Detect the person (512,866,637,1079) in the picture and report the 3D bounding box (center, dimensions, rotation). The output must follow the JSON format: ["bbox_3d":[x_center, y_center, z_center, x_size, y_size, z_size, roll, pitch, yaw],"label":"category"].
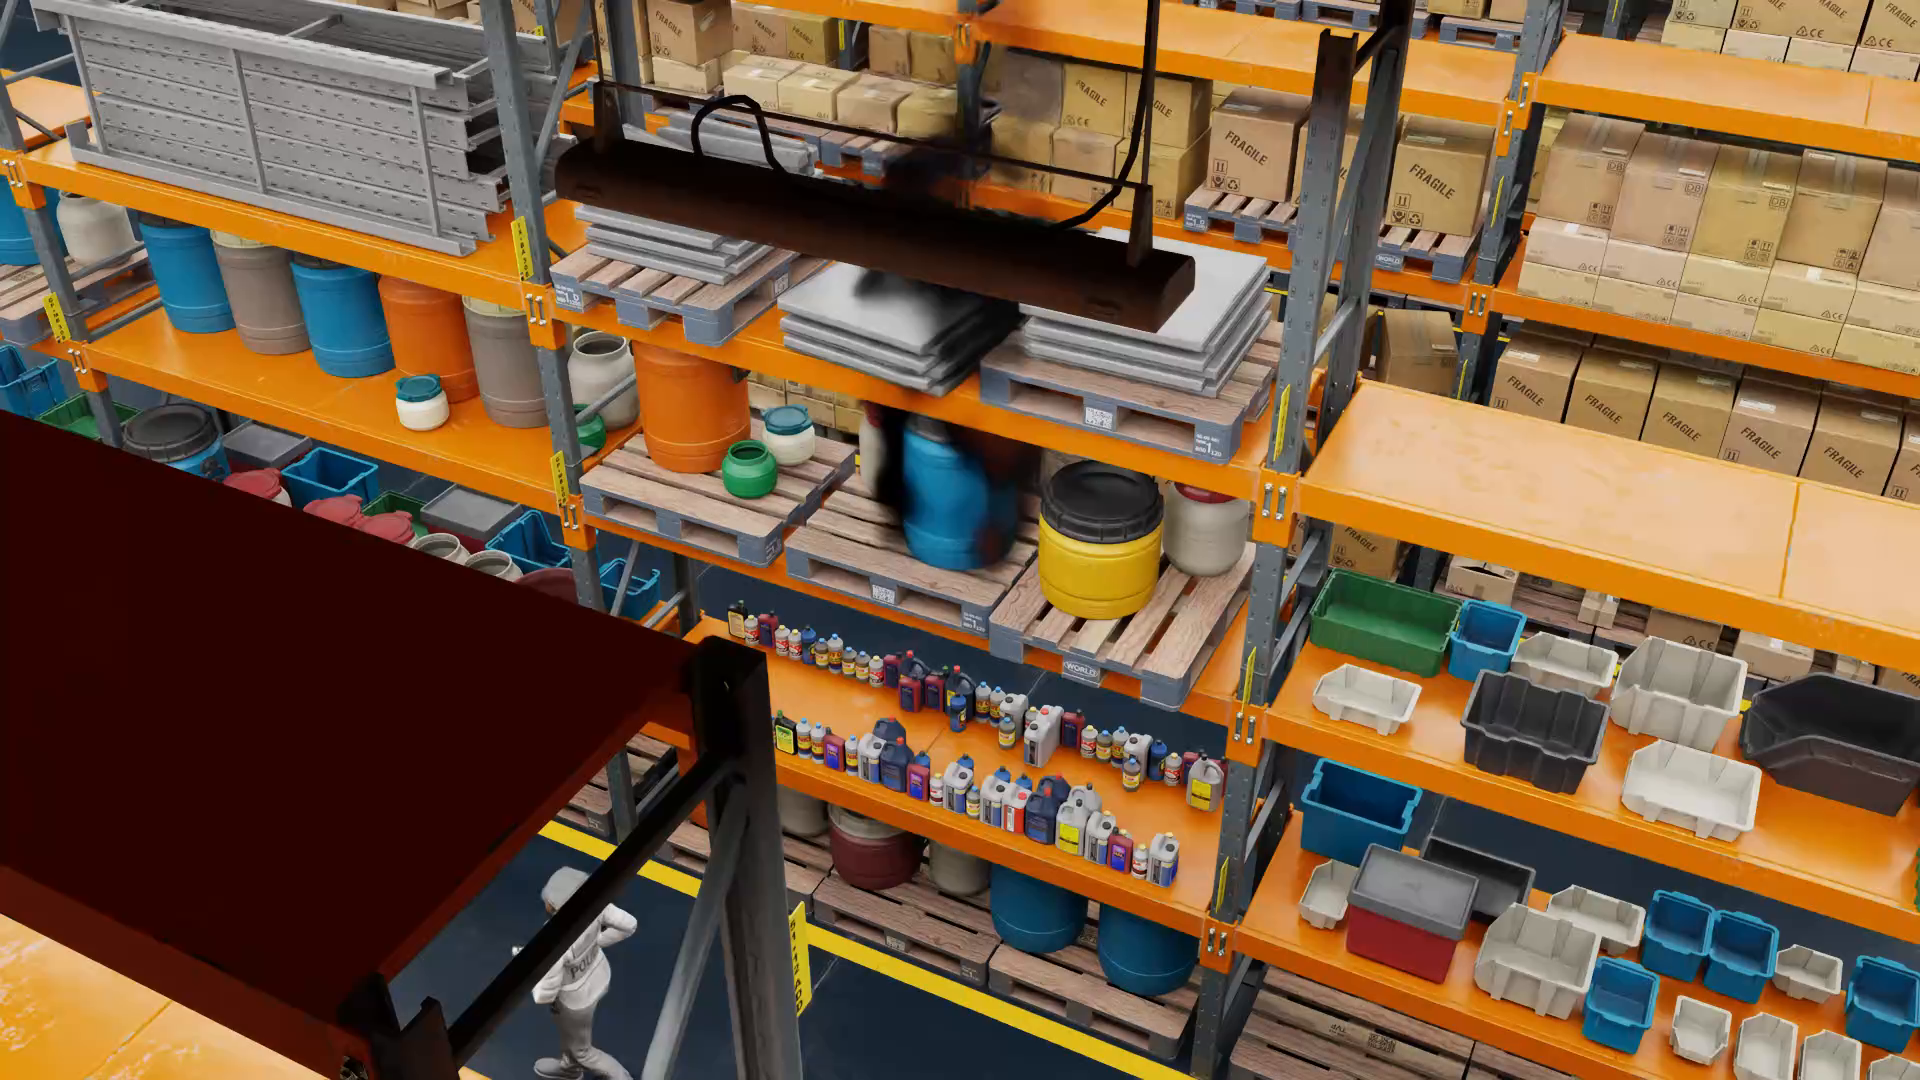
[{"bbox_3d":[-1.980,2.322,8.590,0.791,1.696,0.624,13,37,17],"label":"person"}]
